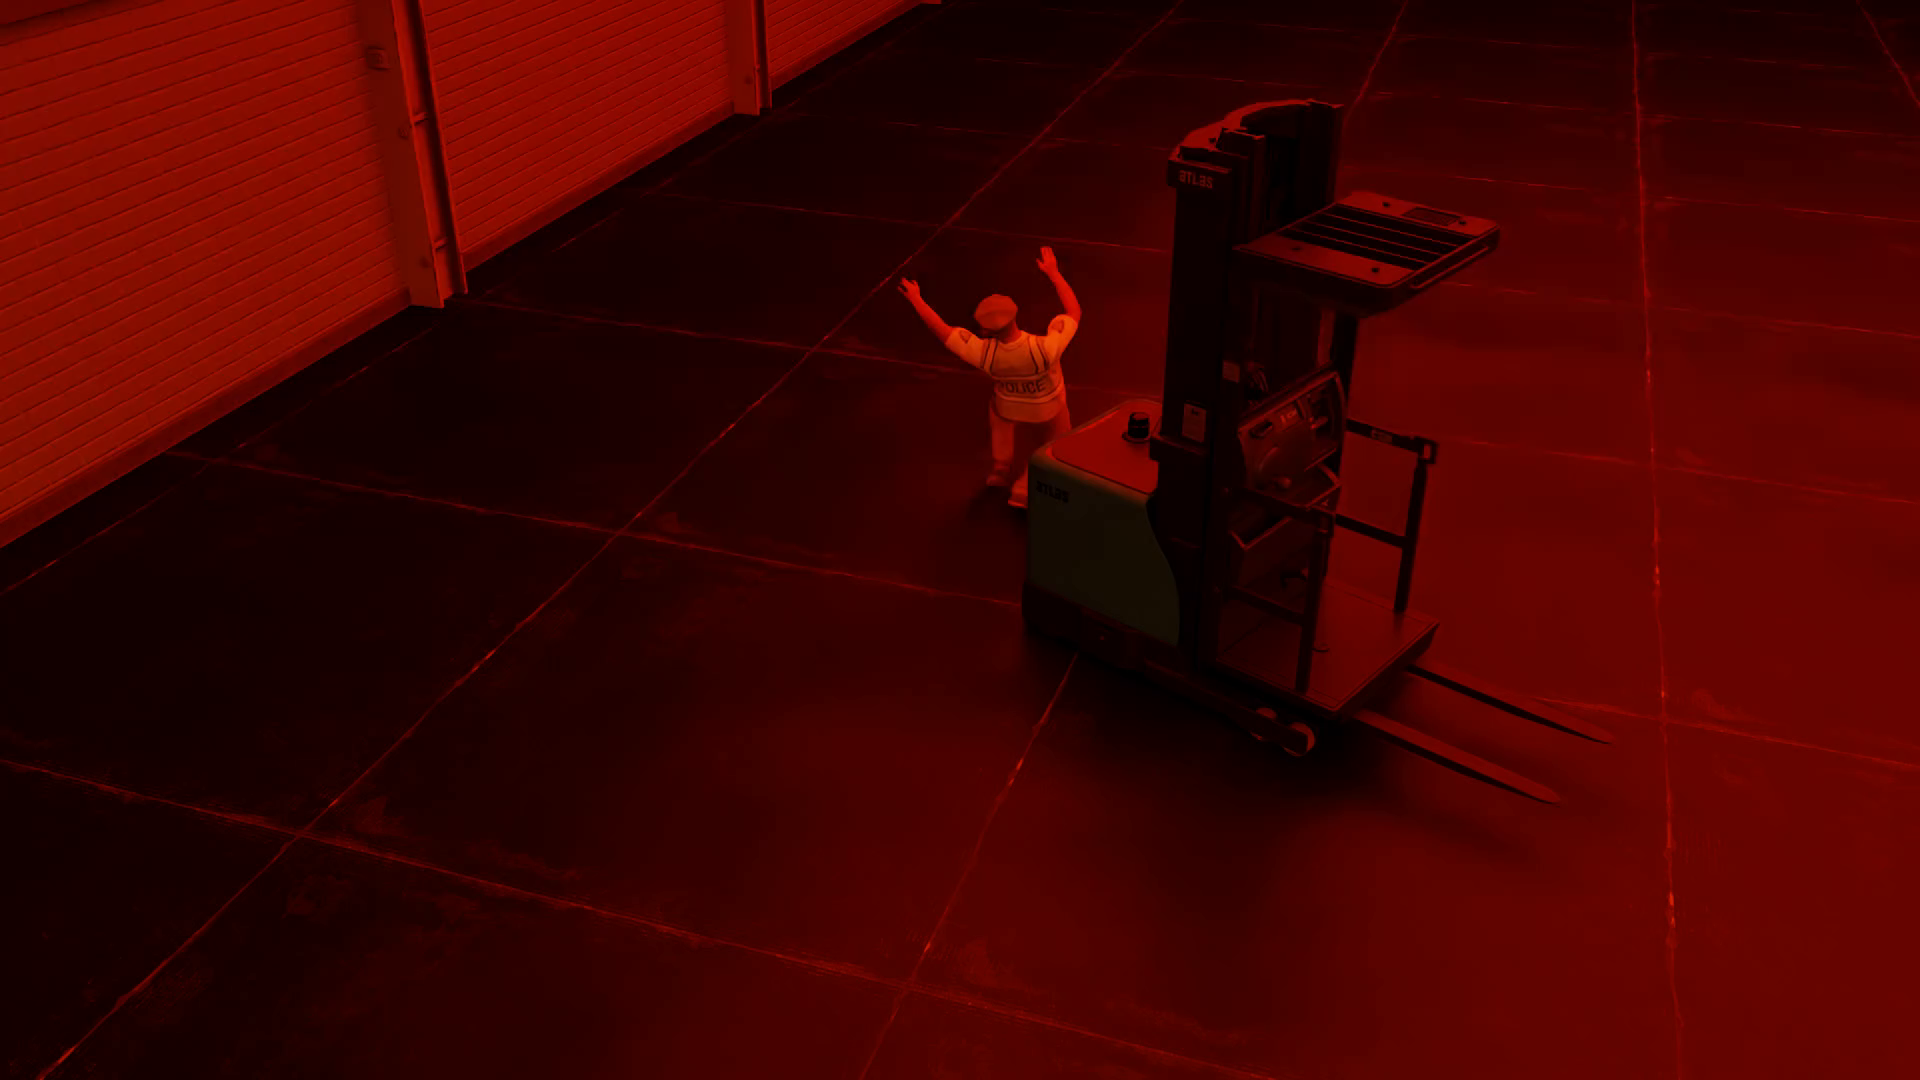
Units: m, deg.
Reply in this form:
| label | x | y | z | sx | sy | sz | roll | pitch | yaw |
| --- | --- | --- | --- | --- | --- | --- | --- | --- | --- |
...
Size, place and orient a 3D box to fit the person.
| label | x | y | z | sx | sy | sz | roll | pitch | yaw |
| --- | --- | --- | --- | --- | --- | --- | --- | --- | --- |
| person | 0.193 | -0.973 | 10.192 | 1.097 | 1.679 | 0.865 | 11 | 31 | 18 |

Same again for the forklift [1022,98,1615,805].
| label | x | y | z | sx | sy | sz | roll | pitch | yaw |
| --- | --- | --- | --- | --- | --- | --- | --- | --- | --- |
| forklift | 1.785 | -0.499 | 8.012 | 3.031 | 2.935 | 1.130 | 23 | 37 | 35 |
